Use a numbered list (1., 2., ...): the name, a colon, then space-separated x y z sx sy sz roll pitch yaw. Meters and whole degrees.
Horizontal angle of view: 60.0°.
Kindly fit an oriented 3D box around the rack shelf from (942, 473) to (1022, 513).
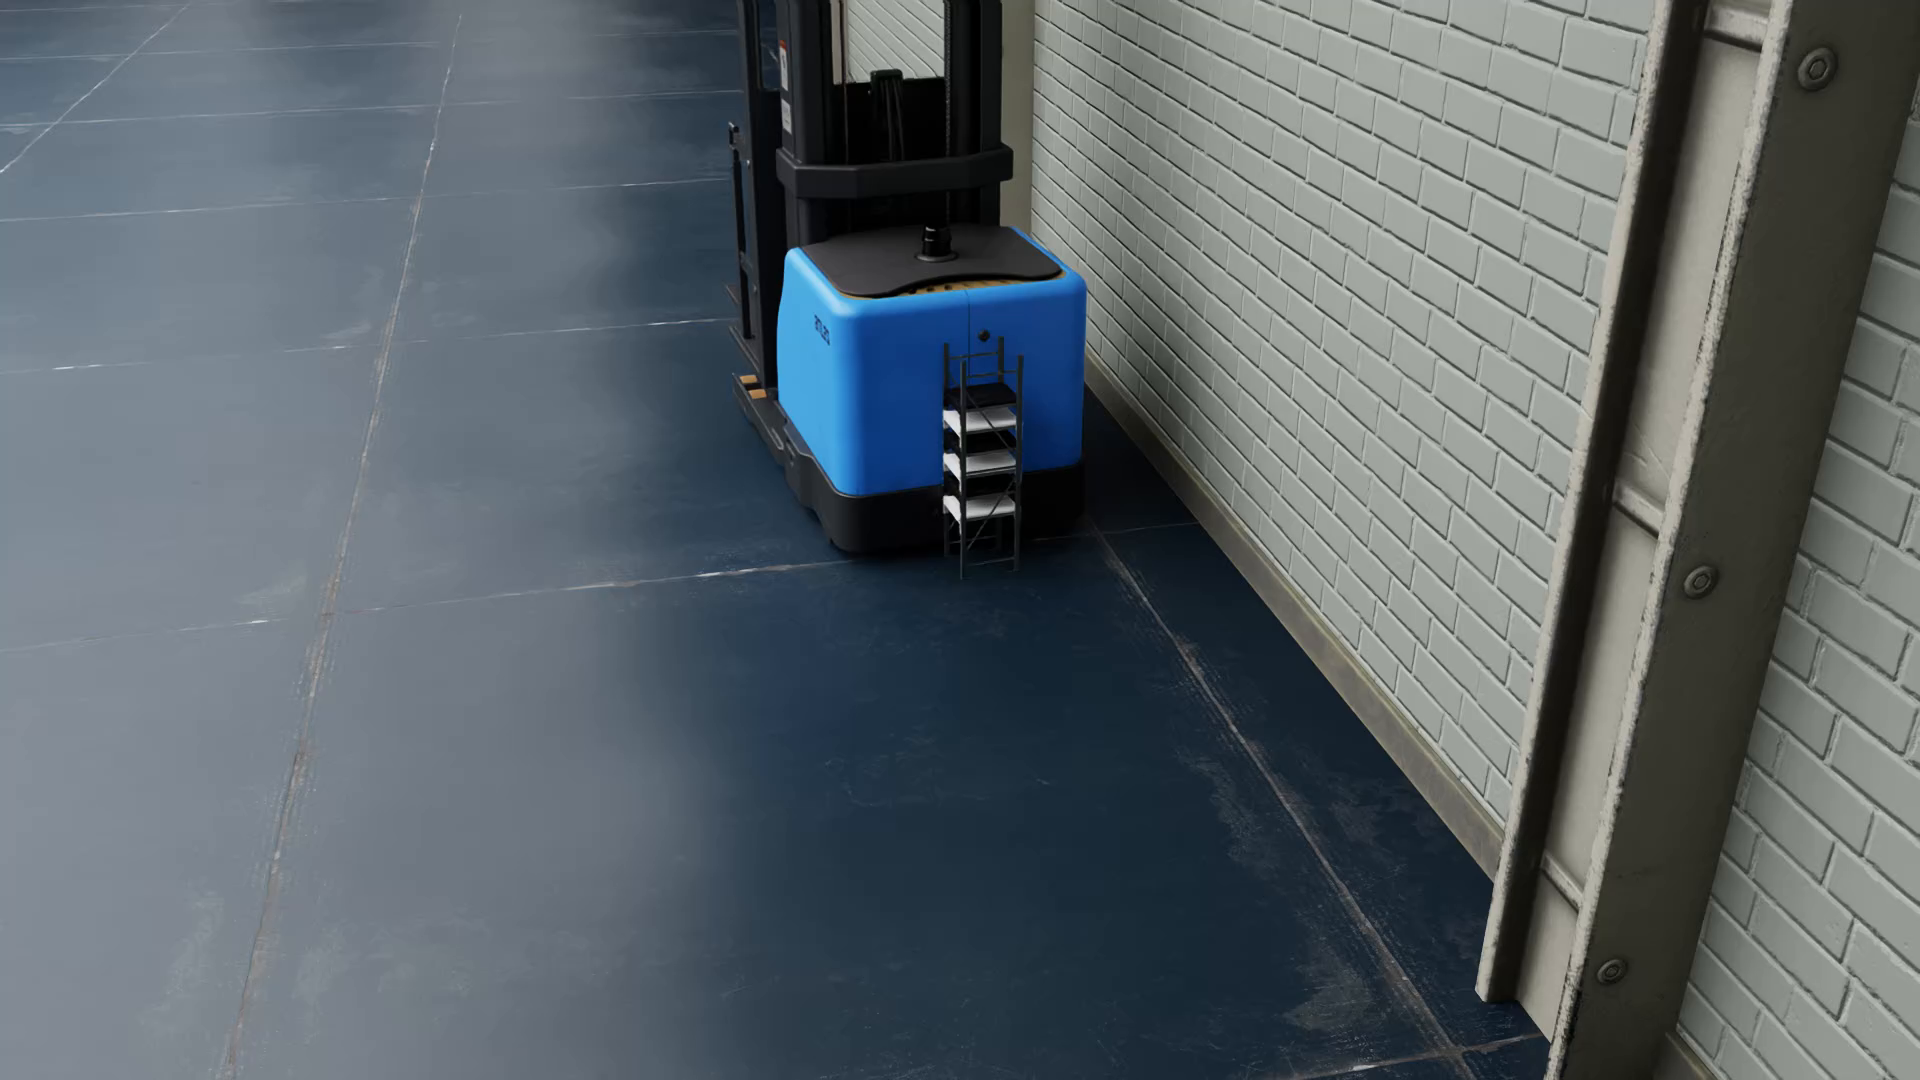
1. rack shelf: 0.084 -0.196 6.413 0.258 0.077 0.200 -9 28 -17

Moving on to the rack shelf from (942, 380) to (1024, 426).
1. rack shelf: 0.084 -0.517 6.251 0.258 0.077 0.200 -9 28 -17

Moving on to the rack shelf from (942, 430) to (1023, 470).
1. rack shelf: 0.084 -0.356 6.332 0.258 0.077 0.200 -9 28 -17

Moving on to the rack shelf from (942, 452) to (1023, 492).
1. rack shelf: 0.084 -0.276 6.372 0.258 0.077 0.200 -9 28 -17

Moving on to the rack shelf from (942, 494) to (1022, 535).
1. rack shelf: 0.084 -0.115 6.453 0.258 0.077 0.200 -9 28 -17

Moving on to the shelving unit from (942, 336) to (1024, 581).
1. shelving unit: 0.084 -0.306 6.357 0.258 0.900 0.210 -9 28 -17

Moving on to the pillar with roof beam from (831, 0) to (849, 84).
1. pillar with roof beam: -5.344 -7.591 11.803 9.100 9.000 0.400 -6 27 -12

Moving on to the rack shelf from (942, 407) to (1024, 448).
1. rack shelf: 0.084 -0.437 6.291 0.258 0.077 0.200 -9 28 -17

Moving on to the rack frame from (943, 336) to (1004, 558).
1. rack frame: 0.051 -0.349 6.443 0.240 0.900 0.006 -9 28 -17

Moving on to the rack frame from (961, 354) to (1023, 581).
1. rack frame: 0.117 -0.263 6.271 0.240 0.900 0.006 -9 28 -17

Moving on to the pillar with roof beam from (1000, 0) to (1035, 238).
1. pillar with roof beam: -3.992 -4.957 6.585 9.100 9.000 0.400 -6 27 -12

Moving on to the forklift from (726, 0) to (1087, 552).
1. forklift: -0.454 -1.904 7.269 1.130 2.935 3.031 -9 28 -17

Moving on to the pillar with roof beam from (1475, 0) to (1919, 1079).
1. pillar with roof beam: -2.640 -2.323 1.366 9.100 9.000 0.400 -6 27 -12
